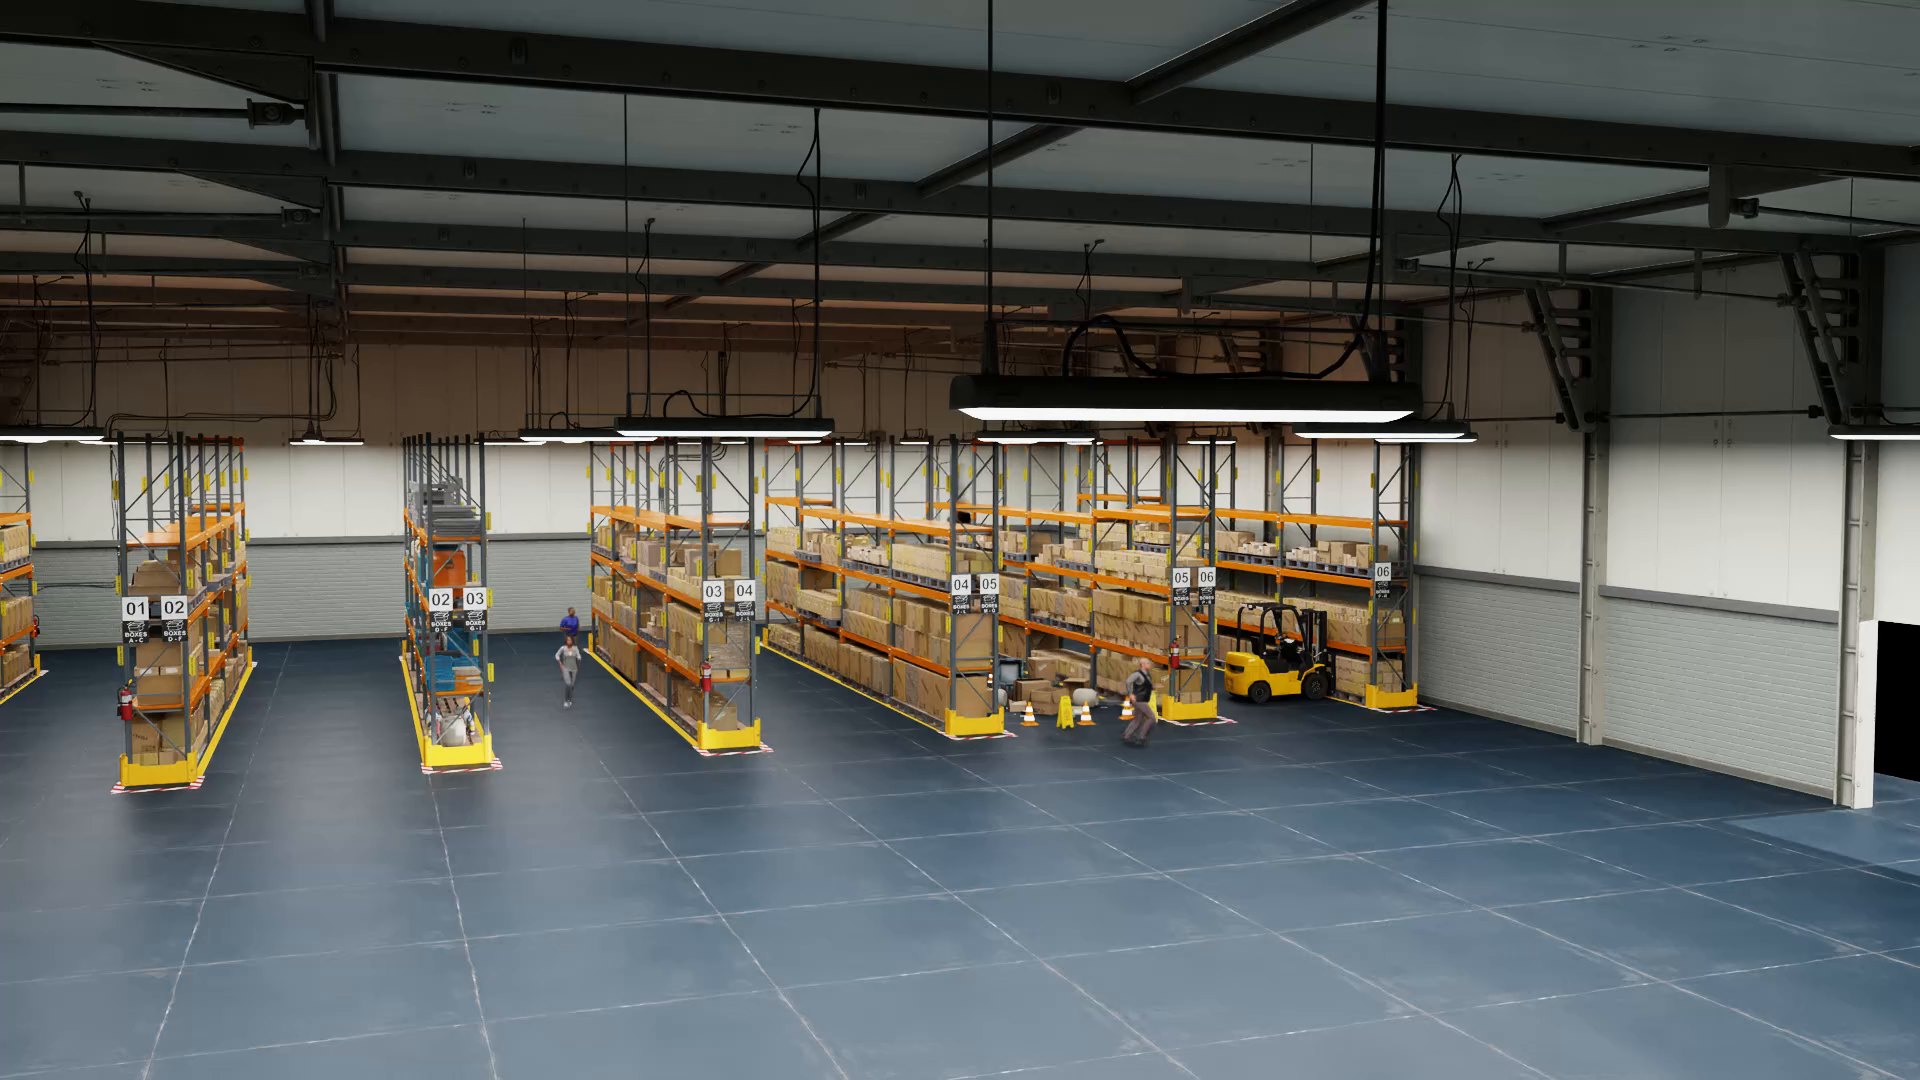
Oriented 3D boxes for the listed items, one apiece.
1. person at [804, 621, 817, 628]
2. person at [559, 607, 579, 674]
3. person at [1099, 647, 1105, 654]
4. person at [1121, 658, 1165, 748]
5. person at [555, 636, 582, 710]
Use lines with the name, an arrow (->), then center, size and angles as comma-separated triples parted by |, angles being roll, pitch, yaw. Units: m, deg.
person -> -4.549, 2.110, 49.810 | 0.678, 1.728, 0.708 | -2, 4, -30
person -> -9.956, 2.596, 42.389 | 0.540, 1.598, 0.860 | -2, 4, -27
person -> 3.877, 2.403, 43.609 | 0.667, 1.790, 1.002 | -1, 3, -22
person -> 3.477, 3.122, 31.819 | 0.820, 1.736, 0.672 | 1, 3, 21
person -> -8.571, 2.905, 36.528 | 0.530, 1.621, 0.688 | -2, 4, -28
